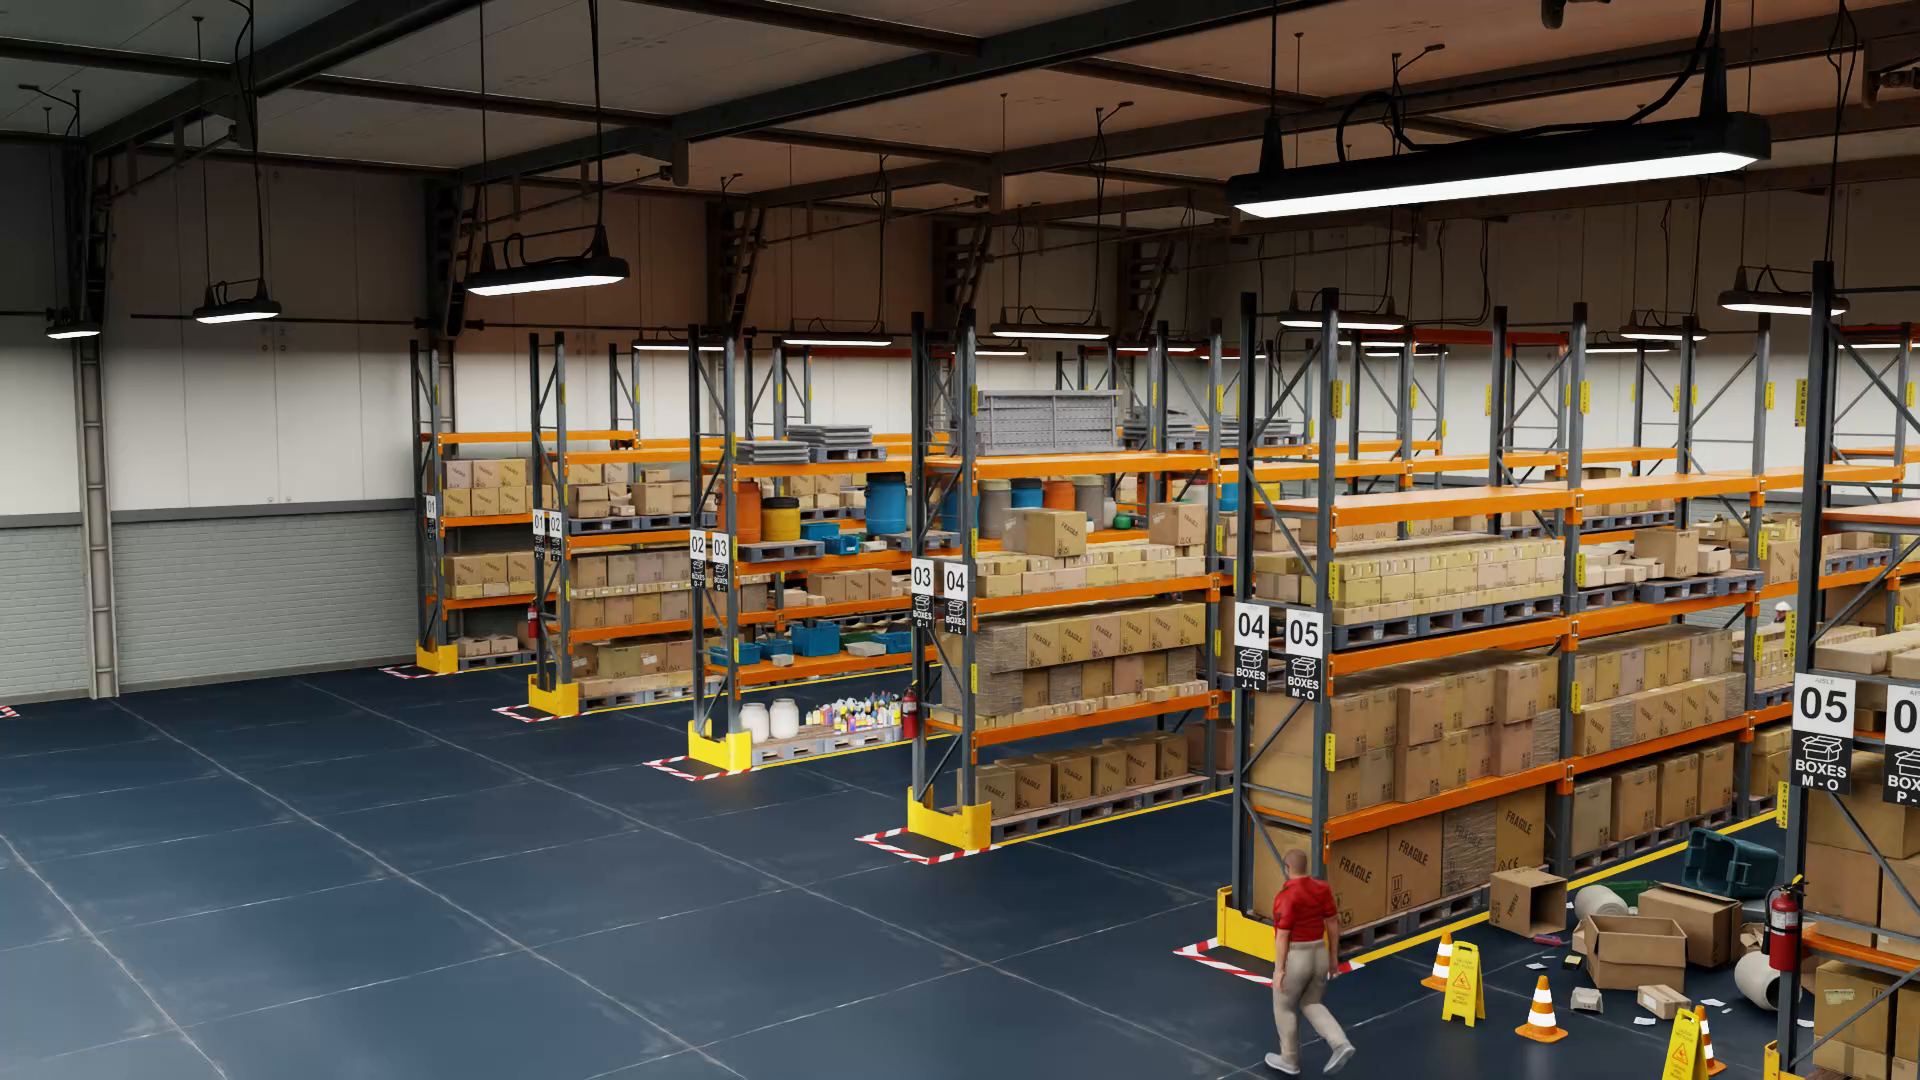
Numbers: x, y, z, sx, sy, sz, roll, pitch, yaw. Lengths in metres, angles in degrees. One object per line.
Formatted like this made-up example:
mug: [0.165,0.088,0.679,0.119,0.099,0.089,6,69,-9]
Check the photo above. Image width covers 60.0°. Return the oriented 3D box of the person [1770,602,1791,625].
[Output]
person: [13.040,1.843,26.419,1.082,1.706,0.530,-5,7,-44]

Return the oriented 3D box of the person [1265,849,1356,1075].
person: [2.597,3.155,12.378,0.549,1.701,0.707,-3,6,-31]
